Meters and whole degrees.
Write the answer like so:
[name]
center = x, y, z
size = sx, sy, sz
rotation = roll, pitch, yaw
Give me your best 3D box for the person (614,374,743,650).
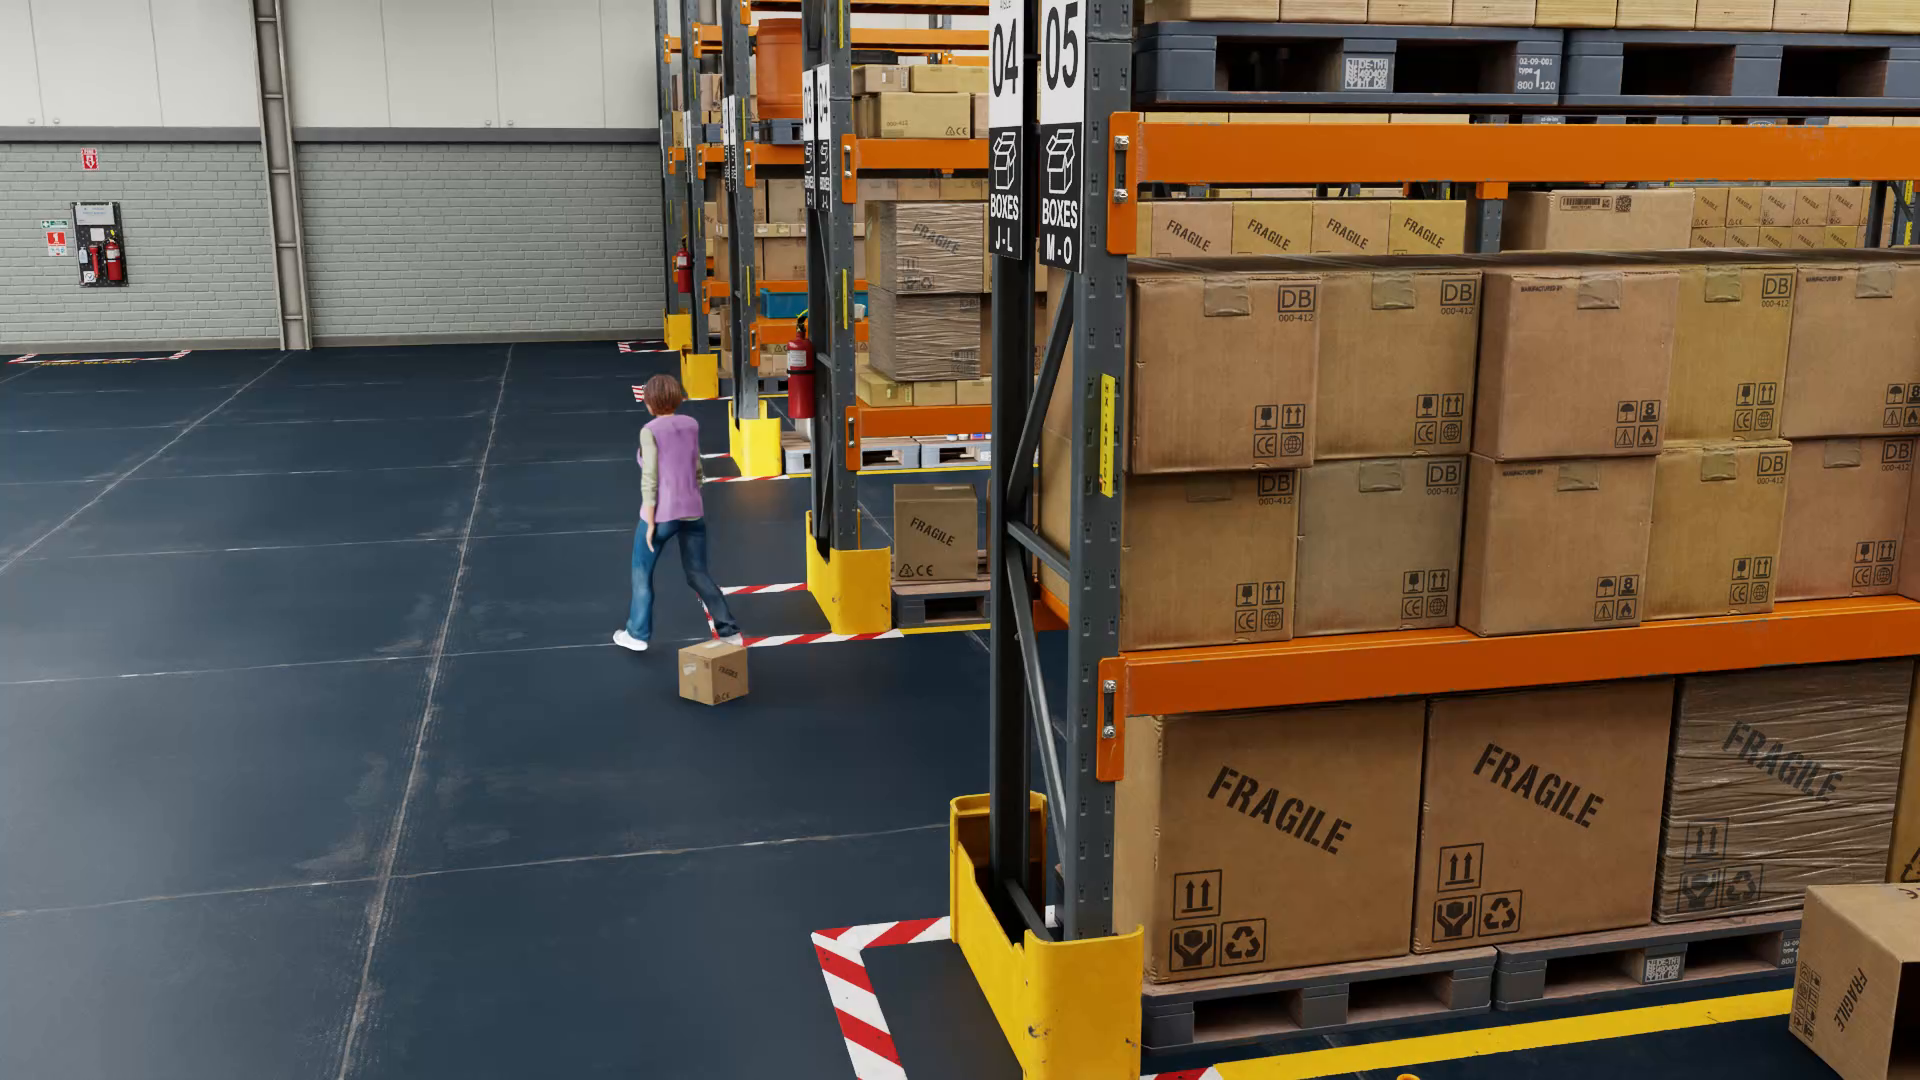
[person]
center = -1.544, -0.117, 9.034
size = 0.423, 1.534, 0.932
rotation = -11, 17, -40
